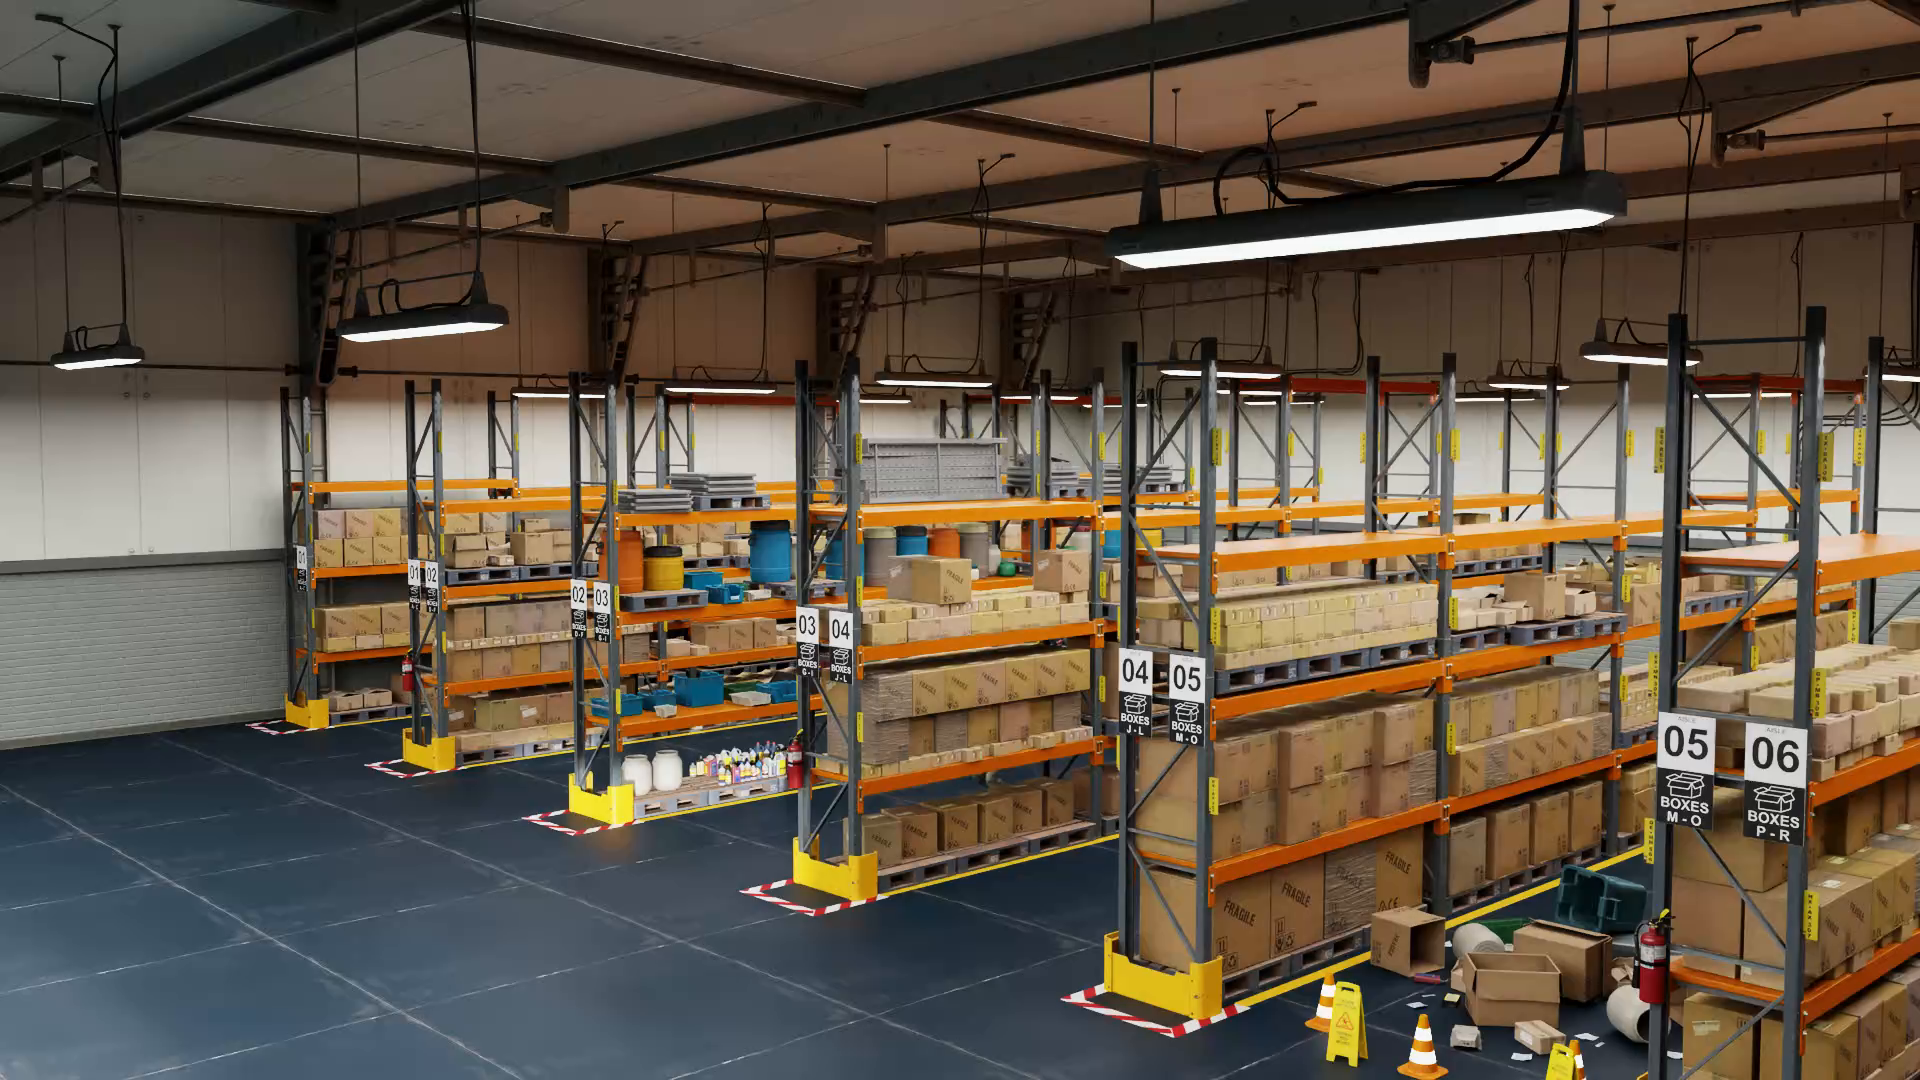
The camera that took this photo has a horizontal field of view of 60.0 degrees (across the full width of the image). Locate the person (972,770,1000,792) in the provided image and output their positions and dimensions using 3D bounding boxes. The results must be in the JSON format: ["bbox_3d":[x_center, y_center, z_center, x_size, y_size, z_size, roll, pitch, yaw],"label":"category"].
[{"bbox_3d":[0.428,2.844,22.761,0.515,1.735,0.666,-4,5,-45],"label":"person"}]

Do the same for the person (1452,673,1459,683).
[{"bbox_3d":[7.262,2.728,24.663,0.696,1.723,0.704,-4,5,-44],"label":"person"}]
